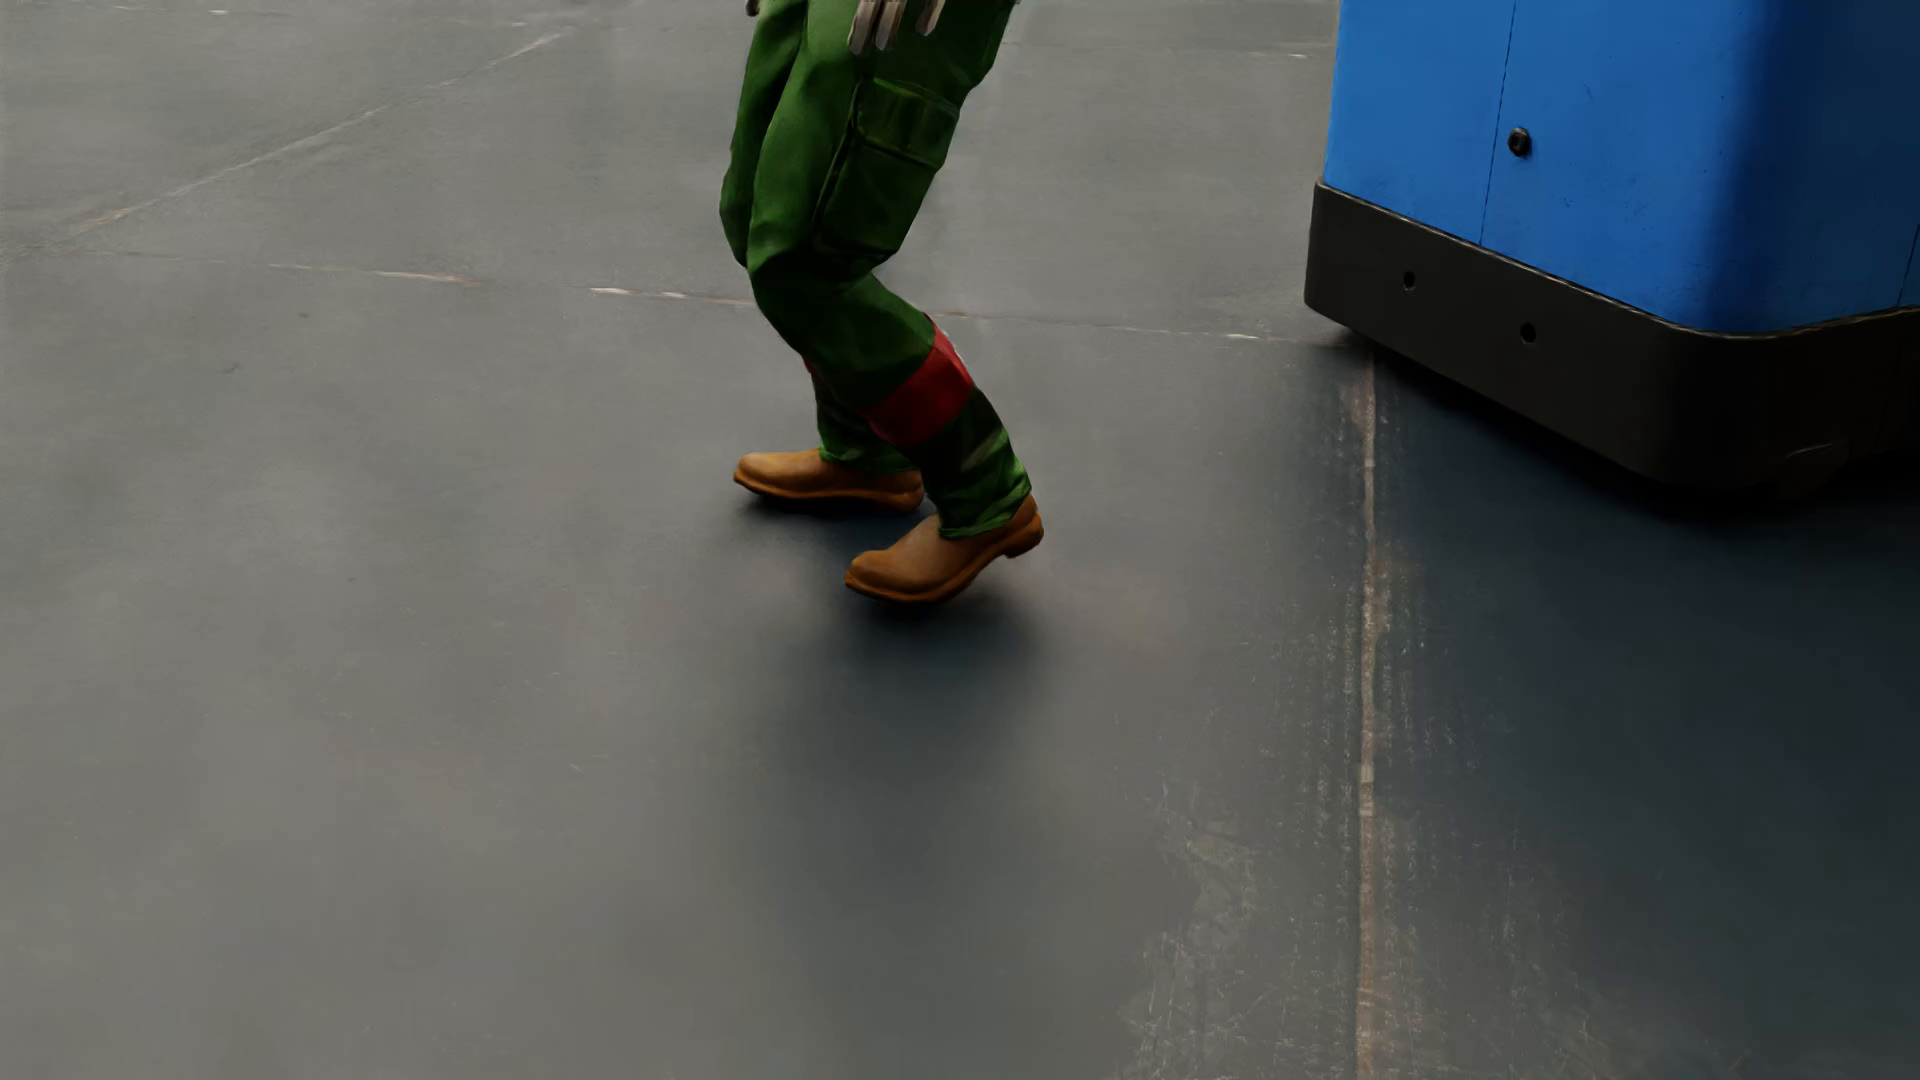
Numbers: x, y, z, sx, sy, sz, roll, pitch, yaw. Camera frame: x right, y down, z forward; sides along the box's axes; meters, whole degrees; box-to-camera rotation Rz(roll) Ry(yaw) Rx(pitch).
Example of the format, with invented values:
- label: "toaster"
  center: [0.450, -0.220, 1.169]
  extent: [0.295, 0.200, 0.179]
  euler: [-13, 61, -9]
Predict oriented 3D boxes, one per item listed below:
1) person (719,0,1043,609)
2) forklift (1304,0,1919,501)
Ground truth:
- label: "person"
  center: [-0.118, -0.747, 2.080]
  extent: [0.427, 1.727, 0.783]
  euler: [-9, 28, -16]
- label: "forklift"
  center: [2.236, -1.802, 2.818]
  extent: [3.031, 2.935, 1.130]
  euler: [-12, 29, -22]
